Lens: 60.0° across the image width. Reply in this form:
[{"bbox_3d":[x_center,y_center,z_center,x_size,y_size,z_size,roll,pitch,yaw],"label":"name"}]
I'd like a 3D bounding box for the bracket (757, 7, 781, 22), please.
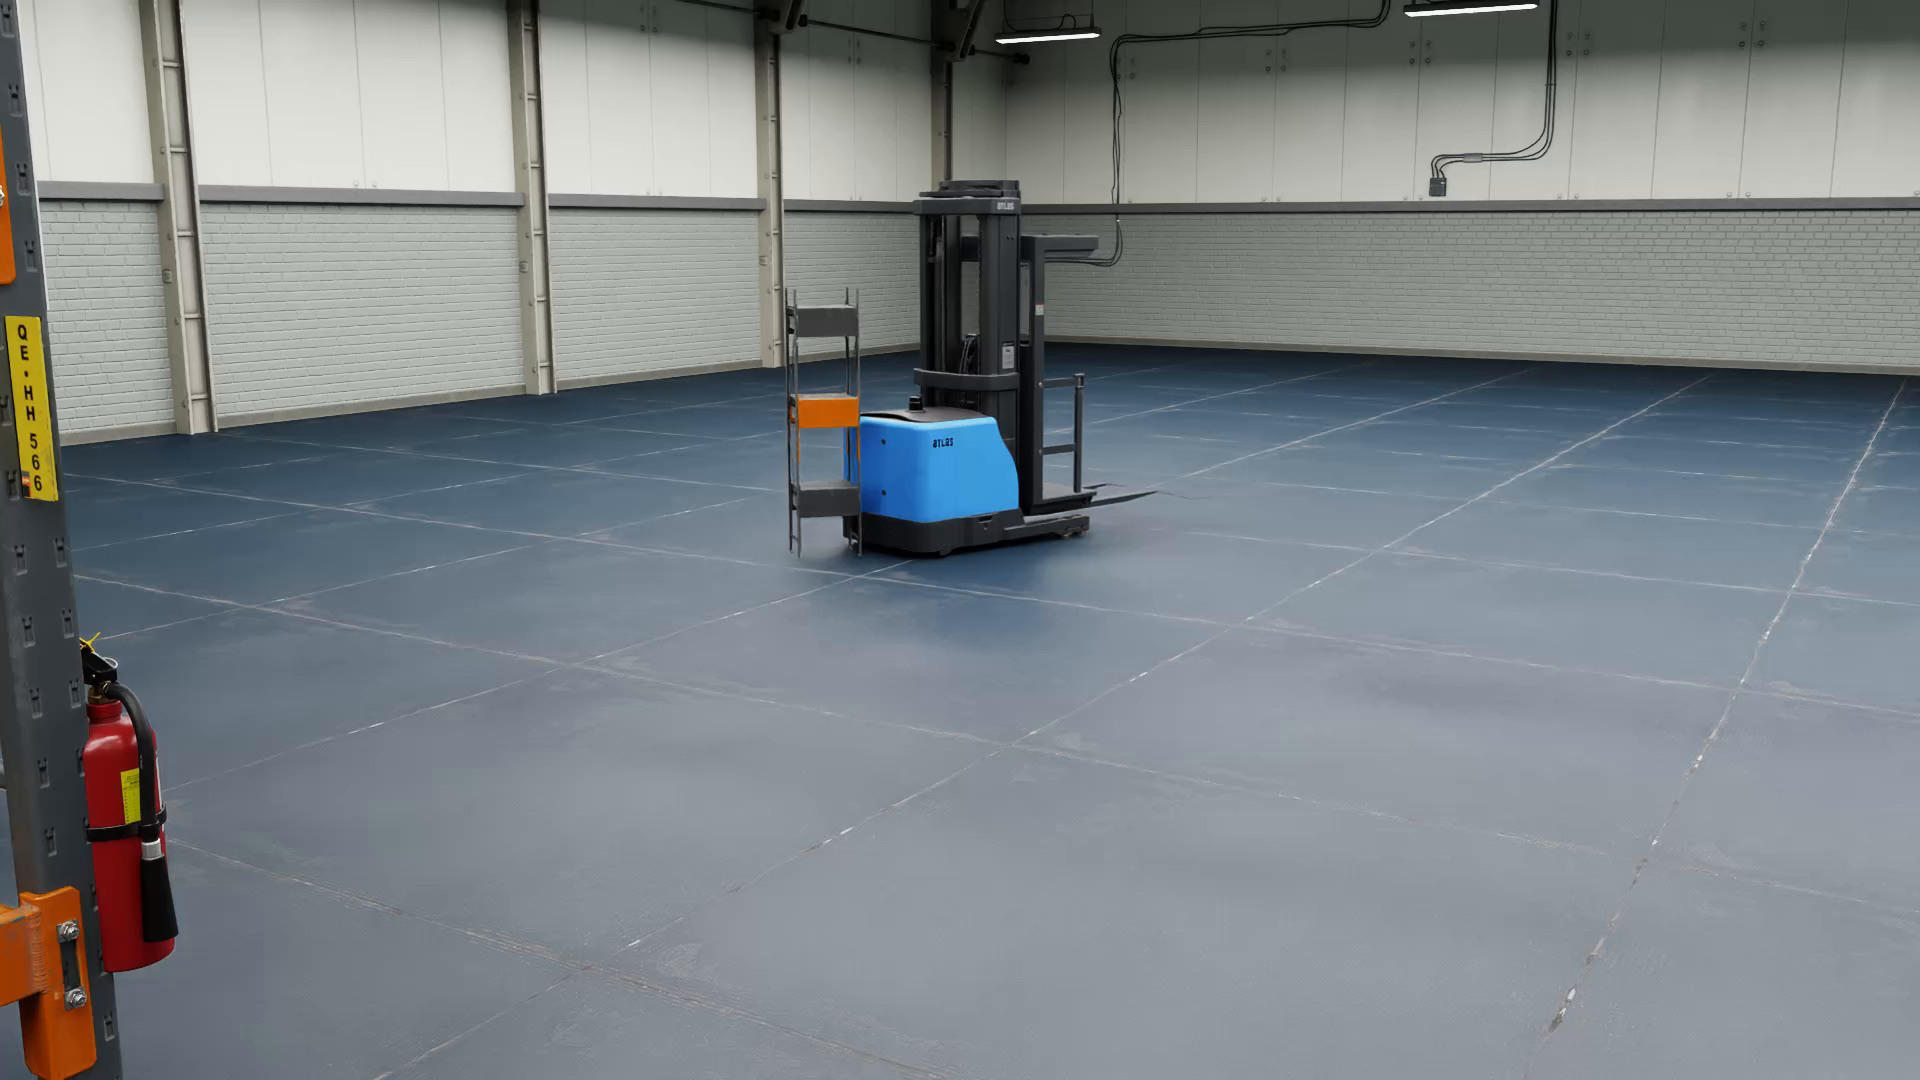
[{"bbox_3d":[-3.411,-9.355,29.602,0.235,0.232,0.430,6,12,31],"label":"bracket"}]

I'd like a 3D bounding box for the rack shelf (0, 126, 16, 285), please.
[{"bbox_3d":[-3.152,-0.371,1.501,1.077,0.370,4.000,6,12,31],"label":"rack shelf"}]

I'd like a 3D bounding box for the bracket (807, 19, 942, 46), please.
[{"bbox_3d":[-1.634,-9.893,32.478,0.076,0.066,4.783,6,12,31],"label":"bracket"}]

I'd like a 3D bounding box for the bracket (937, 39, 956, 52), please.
[{"bbox_3d":[-0.296,-10.299,34.642,0.235,0.232,0.430,6,12,31],"label":"bracket"}]

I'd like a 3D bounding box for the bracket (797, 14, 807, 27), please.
[{"bbox_3d":[-2.981,-9.485,30.299,0.235,0.232,0.430,6,12,31],"label":"bracket"}]

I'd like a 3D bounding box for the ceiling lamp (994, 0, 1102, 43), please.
[{"bbox_3d":[1.669,-10.436,29.296,2.000,3.185,0.800,6,12,31],"label":"ceiling lamp"}]

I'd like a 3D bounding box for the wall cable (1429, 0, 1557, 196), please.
[{"bbox_3d":[10.381,-9.728,32.133,2.305,6.003,0.169,6,12,31],"label":"wall cable"}]

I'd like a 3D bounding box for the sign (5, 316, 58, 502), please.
[{"bbox_3d":[-1.650,-0.233,2.956,0.100,0.325,0.005,6,12,31],"label":"sign"}]

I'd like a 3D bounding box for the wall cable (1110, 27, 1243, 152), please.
[{"bbox_3d":[4.587,-9.663,35.744,3.097,2.526,0.112,6,12,31],"label":"wall cable"}]

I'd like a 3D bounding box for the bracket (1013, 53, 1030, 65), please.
[{"bbox_3d":[1.365,-10.802,37.331,0.235,0.232,0.430,6,12,31],"label":"bracket"}]

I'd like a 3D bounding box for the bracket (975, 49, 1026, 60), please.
[{"bbox_3d":[1.058,-10.709,36.834,0.076,0.066,3.189,6,12,31],"label":"bracket"}]

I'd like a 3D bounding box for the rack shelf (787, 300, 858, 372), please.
[{"bbox_3d":[-1.073,-1.593,12.936,0.480,0.518,0.431,-3,11,-16],"label":"rack shelf"}]

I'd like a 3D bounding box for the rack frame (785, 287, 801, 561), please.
[{"bbox_3d":[-1.308,-0.906,12.997,0.015,2.100,0.400,-3,11,-16],"label":"rack frame"}]

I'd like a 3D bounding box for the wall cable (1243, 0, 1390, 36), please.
[{"bbox_3d":[7.232,-11.603,33.746,3.097,2.526,0.112,6,12,31],"label":"wall cable"}]

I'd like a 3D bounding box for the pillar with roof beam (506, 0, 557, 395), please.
[{"bbox_3d":[-2.935,-6.330,23.226,9.100,9.000,0.400,6,12,31],"label":"pillar with roof beam"}]

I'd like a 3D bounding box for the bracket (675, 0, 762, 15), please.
[{"bbox_3d":[-4.749,-8.950,27.438,0.076,0.066,4.783,6,12,31],"label":"bracket"}]

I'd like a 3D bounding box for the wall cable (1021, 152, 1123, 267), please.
[{"bbox_3d":[2.275,-7.439,37.589,3.097,2.526,0.112,6,12,31],"label":"wall cable"}]

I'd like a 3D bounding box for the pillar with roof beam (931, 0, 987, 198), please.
[{"bbox_3d":[3.295,-8.217,33.307,9.100,9.000,0.548,6,12,31],"label":"pillar with roof beam"}]

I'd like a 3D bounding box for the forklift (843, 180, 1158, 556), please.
[{"bbox_3d":[0.460,-1.522,14.034,3.031,2.935,1.130,-10,14,-42],"label":"forklift"}]

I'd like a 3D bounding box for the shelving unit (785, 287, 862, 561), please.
[{"bbox_3d":[-1.074,-0.918,13.064,0.503,2.100,0.431,-3,11,-16],"label":"shelving unit"}]

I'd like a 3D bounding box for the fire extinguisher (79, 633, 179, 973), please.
[{"bbox_3d":[-1.661,0.499,3.259,0.296,0.674,0.183,6,12,31],"label":"fire extinguisher"}]

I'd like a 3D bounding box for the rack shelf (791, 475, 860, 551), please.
[{"bbox_3d":[-1.074,-0.217,13.198,0.480,0.518,0.431,-3,11,-16],"label":"rack shelf"}]

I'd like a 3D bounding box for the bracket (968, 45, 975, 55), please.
[{"bbox_3d":[0.135,-10.429,35.340,0.235,0.232,0.430,6,12,31],"label":"bracket"}]

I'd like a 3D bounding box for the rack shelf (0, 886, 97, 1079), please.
[{"bbox_3d":[-3.152,1.104,1.777,1.077,0.370,4.000,6,12,31],"label":"rack shelf"}]

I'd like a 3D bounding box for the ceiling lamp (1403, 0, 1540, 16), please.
[{"bbox_3d":[7.985,-9.730,25.525,2.000,3.185,0.800,6,12,31],"label":"ceiling lamp"}]

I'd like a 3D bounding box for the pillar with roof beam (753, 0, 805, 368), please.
[{"bbox_3d":[0.180,-7.274,28.266,9.100,9.000,0.548,6,12,31],"label":"pillar with roof beam"}]

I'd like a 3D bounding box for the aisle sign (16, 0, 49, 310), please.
[{"bbox_3d":[-1.825,-0.823,3.051,0.394,0.787,0.004,6,12,31],"label":"aisle sign"}]

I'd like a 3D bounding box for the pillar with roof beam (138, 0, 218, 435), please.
[{"bbox_3d":[-6.050,-5.386,18.185,9.100,9.000,0.400,6,12,31],"label":"pillar with roof beam"}]

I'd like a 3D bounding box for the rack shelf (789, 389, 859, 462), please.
[{"bbox_3d":[-1.074,-0.905,13.067,0.480,0.518,0.431,-3,11,-16],"label":"rack shelf"}]

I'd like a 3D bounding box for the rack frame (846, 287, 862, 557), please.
[{"bbox_3d":[-0.840,-0.931,13.132,0.015,2.100,0.400,-3,11,-16],"label":"rack frame"}]
